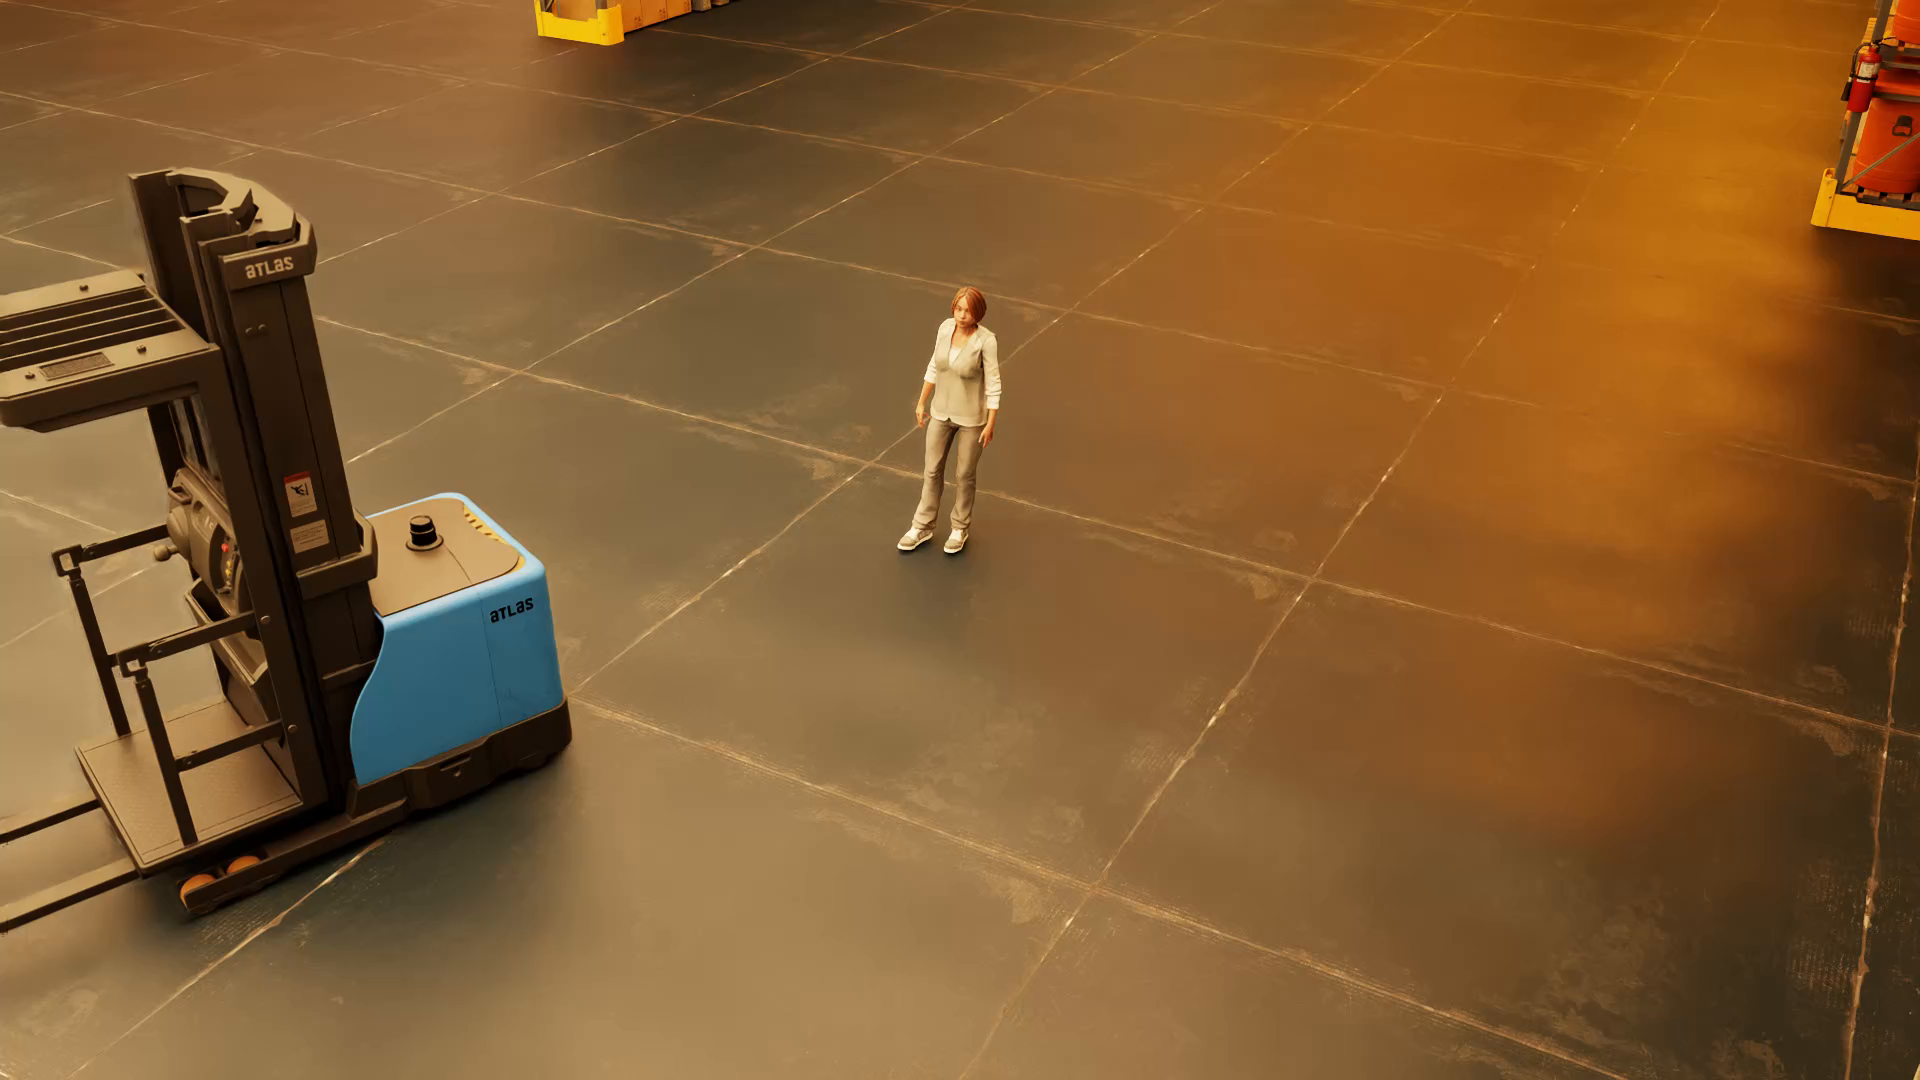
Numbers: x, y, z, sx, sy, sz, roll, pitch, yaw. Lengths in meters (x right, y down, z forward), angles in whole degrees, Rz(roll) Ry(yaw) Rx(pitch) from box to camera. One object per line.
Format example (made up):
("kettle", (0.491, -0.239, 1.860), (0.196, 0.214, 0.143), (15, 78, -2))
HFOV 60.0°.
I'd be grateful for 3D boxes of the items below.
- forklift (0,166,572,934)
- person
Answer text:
("forklift", (-3.371, 0.049, 6.985), (3.031, 2.935, 1.130), (-22, 36, -33))
("person", (-0.049, -0.629, 9.572), (0.520, 1.506, 0.473), (15, 33, 25))
